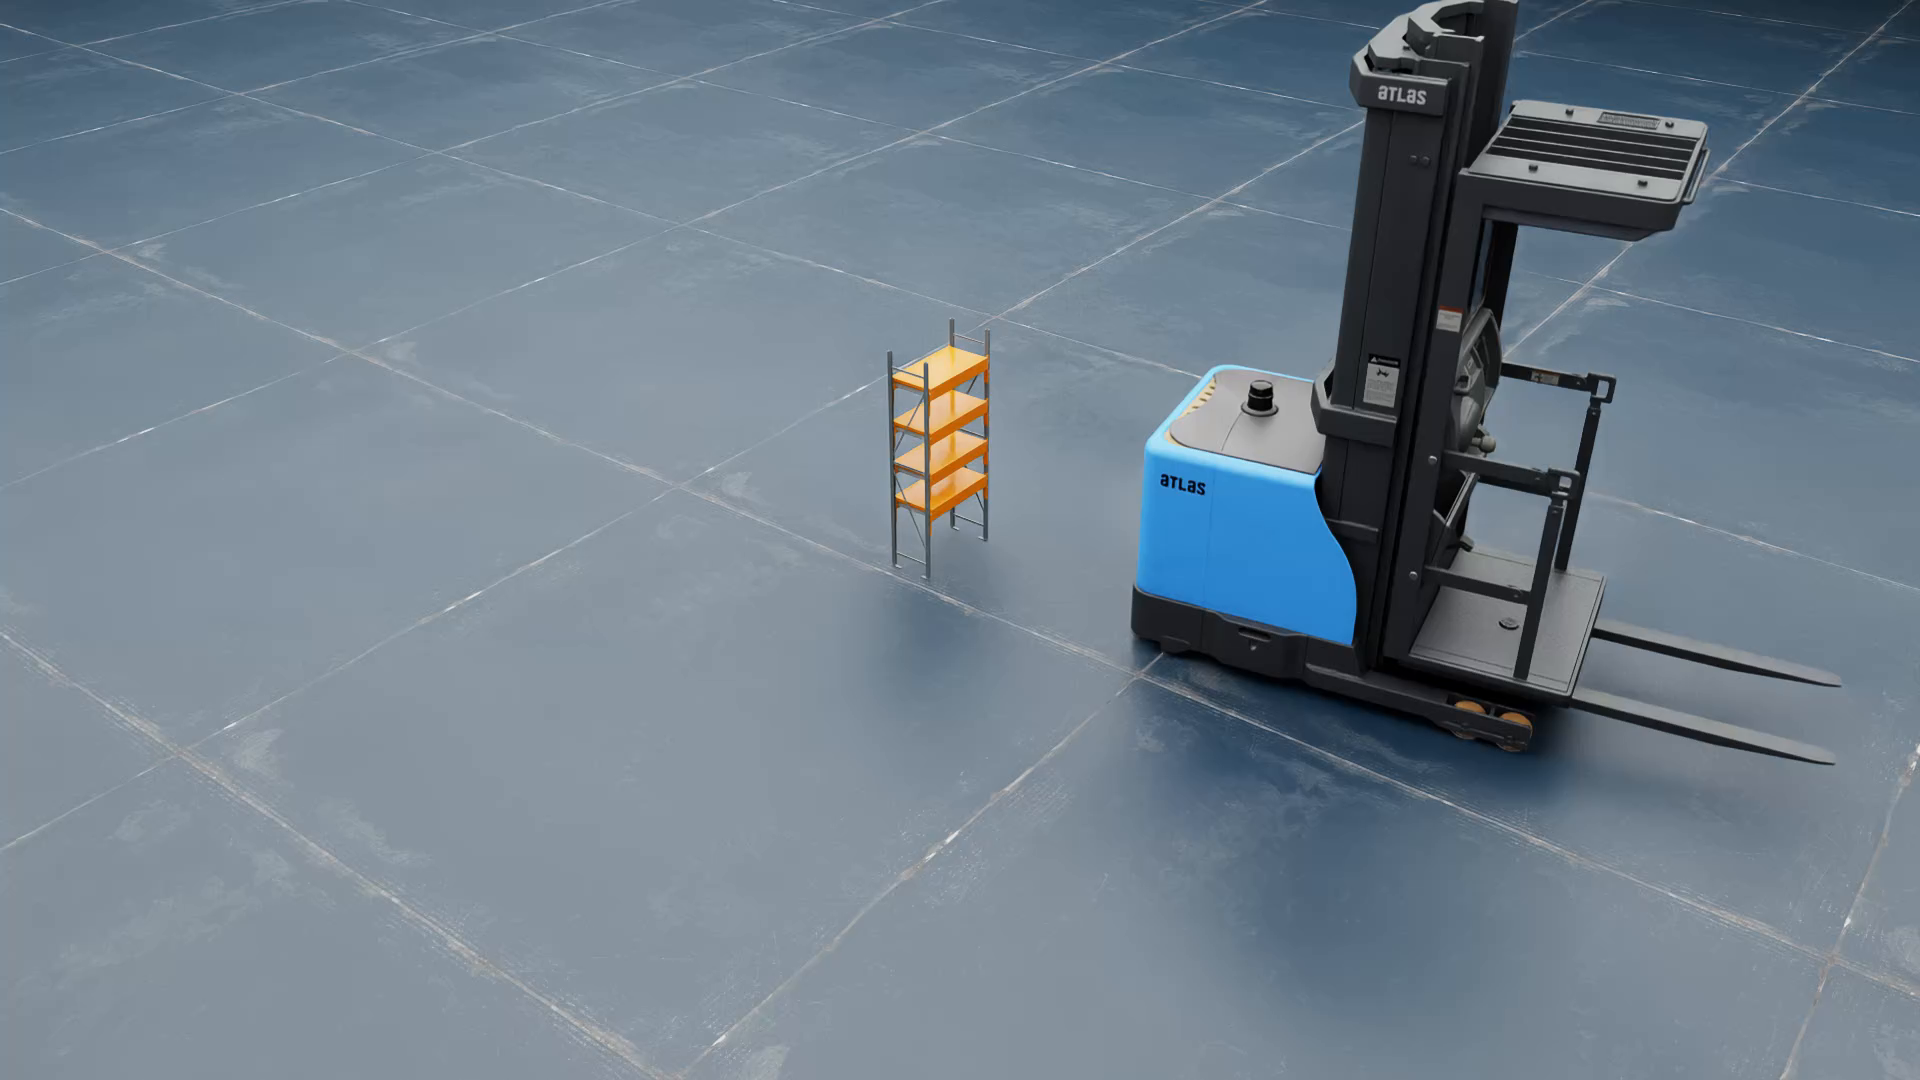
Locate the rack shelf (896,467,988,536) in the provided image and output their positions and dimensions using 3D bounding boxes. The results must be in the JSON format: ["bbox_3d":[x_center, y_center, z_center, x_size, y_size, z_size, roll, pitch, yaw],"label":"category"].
[{"bbox_3d":[-0.100,-0.220,8.466,0.258,0.148,0.480,21,37,31],"label":"rack shelf"}]

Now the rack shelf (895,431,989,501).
[{"bbox_3d":[-0.100,-0.391,8.365,0.258,0.148,0.480,21,37,31],"label":"rack shelf"}]

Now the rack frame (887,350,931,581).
[{"bbox_3d":[-0.247,-0.350,8.163,0.240,1.200,0.015,21,37,31],"label":"rack frame"}]

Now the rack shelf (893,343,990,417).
[{"bbox_3d":[-0.100,-0.787,8.130,0.258,0.148,0.480,21,37,31],"label":"rack shelf"}]

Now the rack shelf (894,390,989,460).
[{"bbox_3d":[-0.100,-0.583,8.251,0.258,0.148,0.480,21,37,31],"label":"rack shelf"}]

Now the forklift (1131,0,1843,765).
[{"bbox_3d":[2.365,-0.655,6.980,3.031,2.935,1.130,14,34,23],"label":"forklift"}]

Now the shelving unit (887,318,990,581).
[{"bbox_3d":[-0.100,-0.449,8.331,0.258,1.200,0.503,21,37,31],"label":"shelving unit"}]

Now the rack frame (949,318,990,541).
[{"bbox_3d":[0.047,-0.548,8.498,0.240,1.200,0.015,21,37,31],"label":"rack frame"}]
